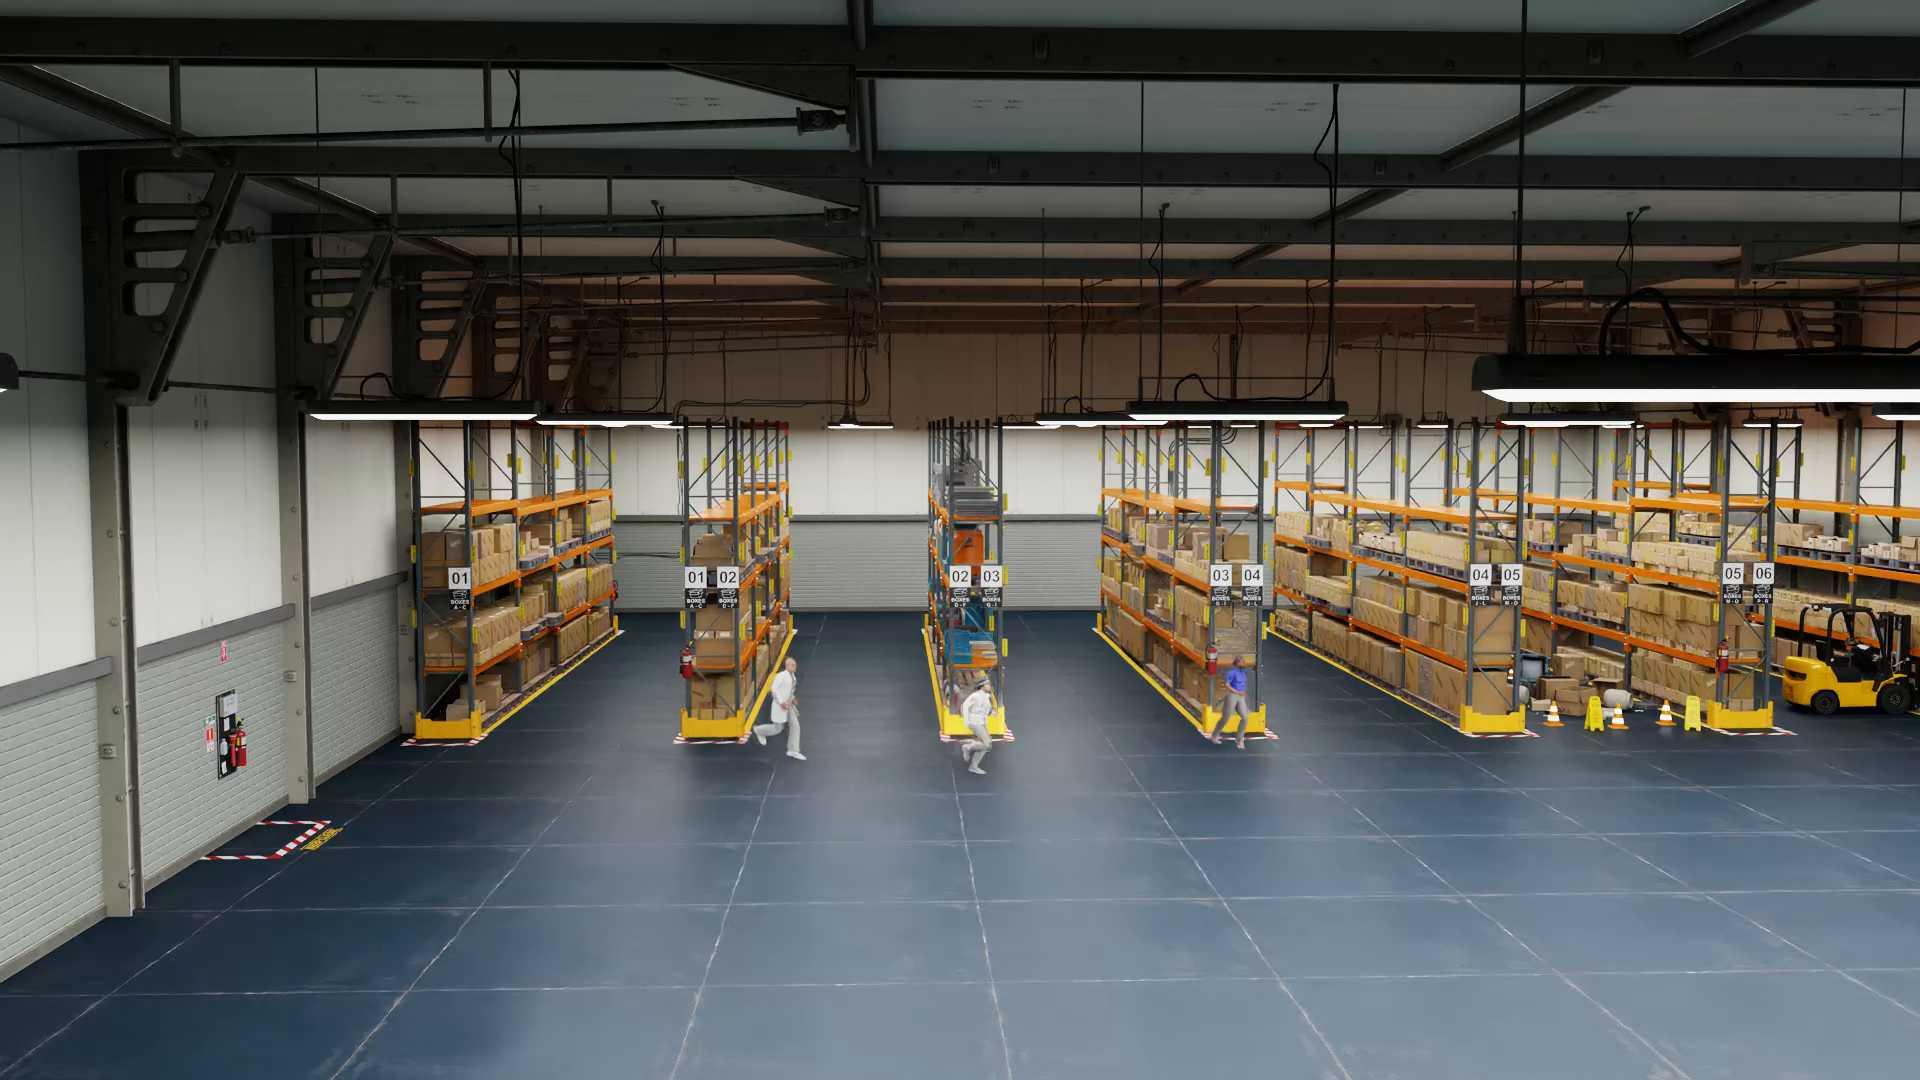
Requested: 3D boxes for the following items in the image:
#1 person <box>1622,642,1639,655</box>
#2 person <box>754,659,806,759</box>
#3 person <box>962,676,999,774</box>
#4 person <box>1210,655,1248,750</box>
[{"bbox_3d":[16.357,2.293,40.398,0.588,1.659,0.795,-1,4,-10],"label":"person"},{"bbox_3d":[-3.160,3.009,29.281,1.058,1.683,0.715,2,4,28],"label":"person"},{"bbox_3d":[0.348,3.097,27.878,0.625,1.647,0.654,2,4,26],"label":"person"},{"bbox_3d":[4.985,2.939,30.201,0.677,1.698,0.704,-3,5,-40],"label":"person"}]
